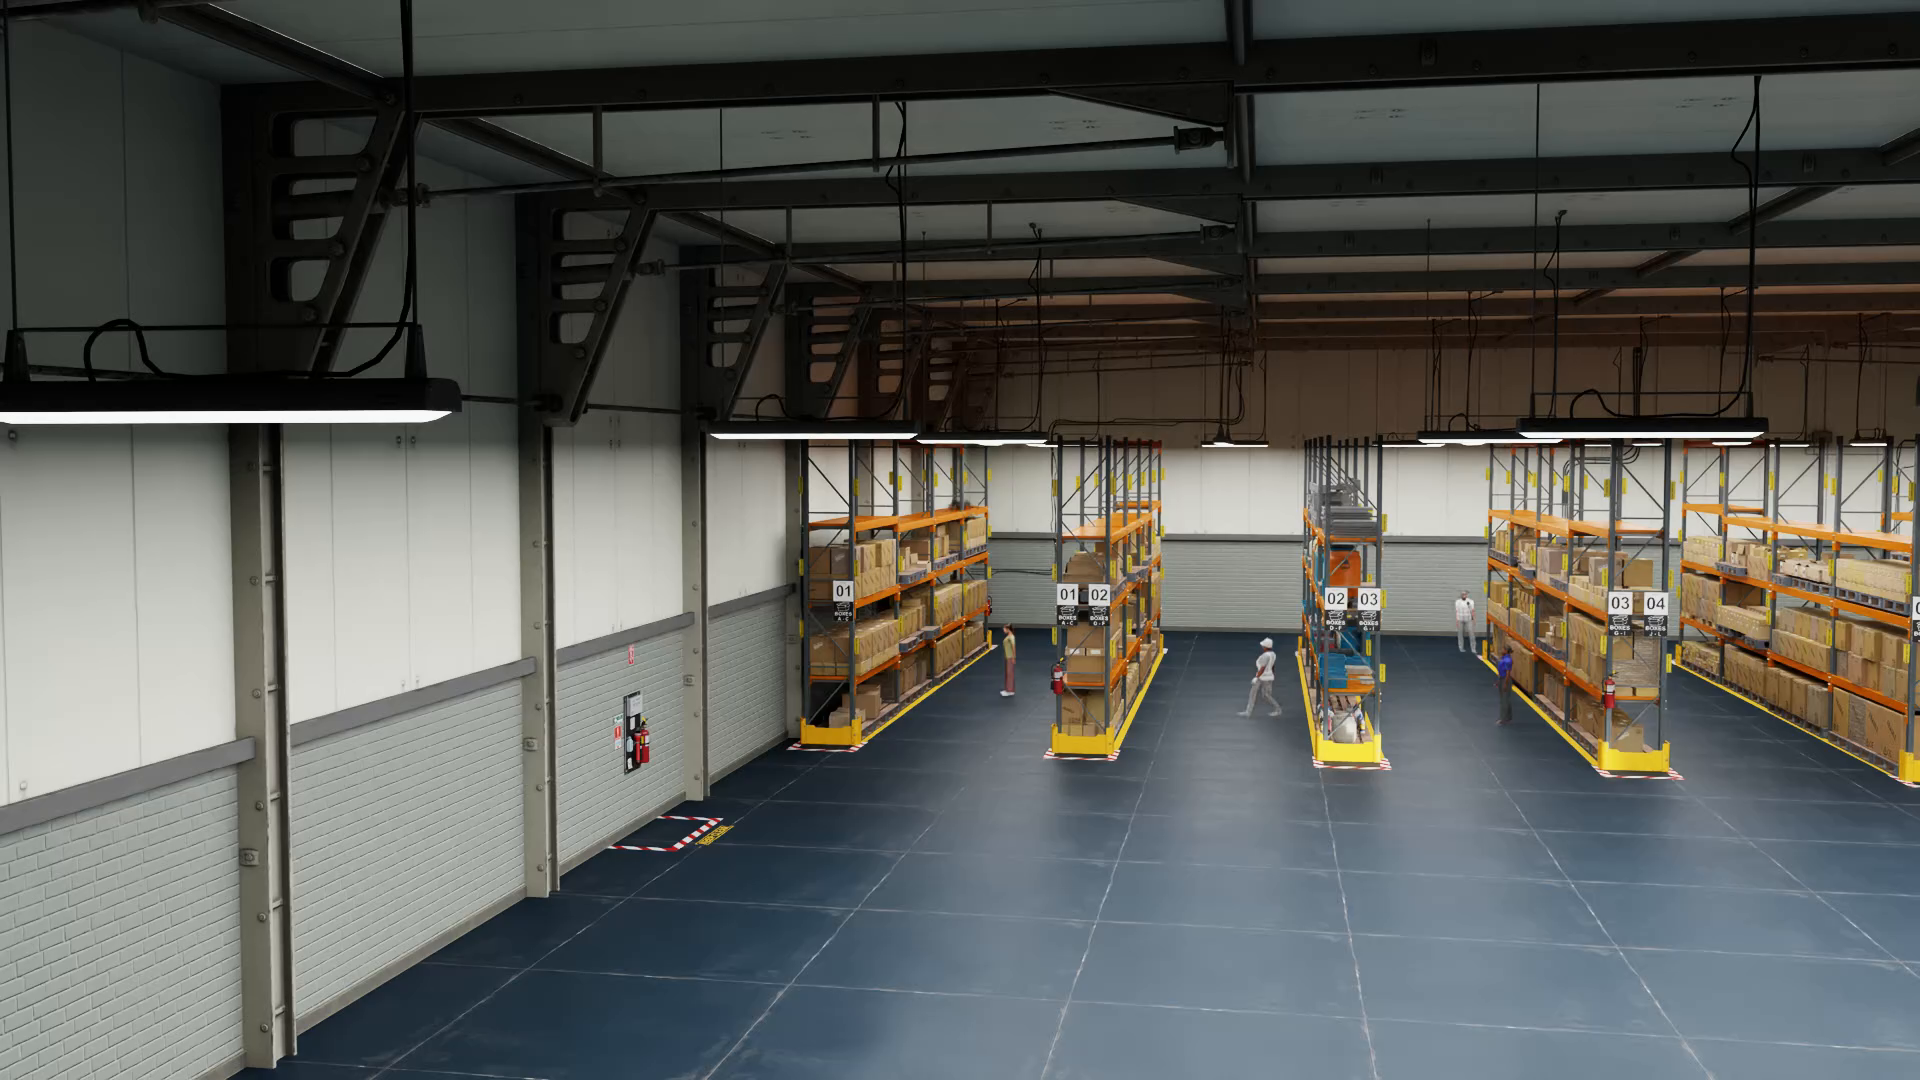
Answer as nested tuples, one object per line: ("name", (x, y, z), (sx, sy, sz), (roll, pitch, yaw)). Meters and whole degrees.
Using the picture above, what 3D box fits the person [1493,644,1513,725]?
("person", (11.352, 3.017, 34.796), (0.513, 1.677, 0.467), (0, 3, -7))

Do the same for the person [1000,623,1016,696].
("person", (1.136, 2.781, 38.861), (0.385, 1.675, 0.534), (0, 3, -6))

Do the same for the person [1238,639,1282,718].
("person", (6.444, 2.949, 35.379), (0.947, 1.728, 0.604), (-1, 3, -19))

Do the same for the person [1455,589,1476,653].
("person", (14.363, 2.293, 47.212), (0.627, 1.784, 0.461), (1, 3, 23))
